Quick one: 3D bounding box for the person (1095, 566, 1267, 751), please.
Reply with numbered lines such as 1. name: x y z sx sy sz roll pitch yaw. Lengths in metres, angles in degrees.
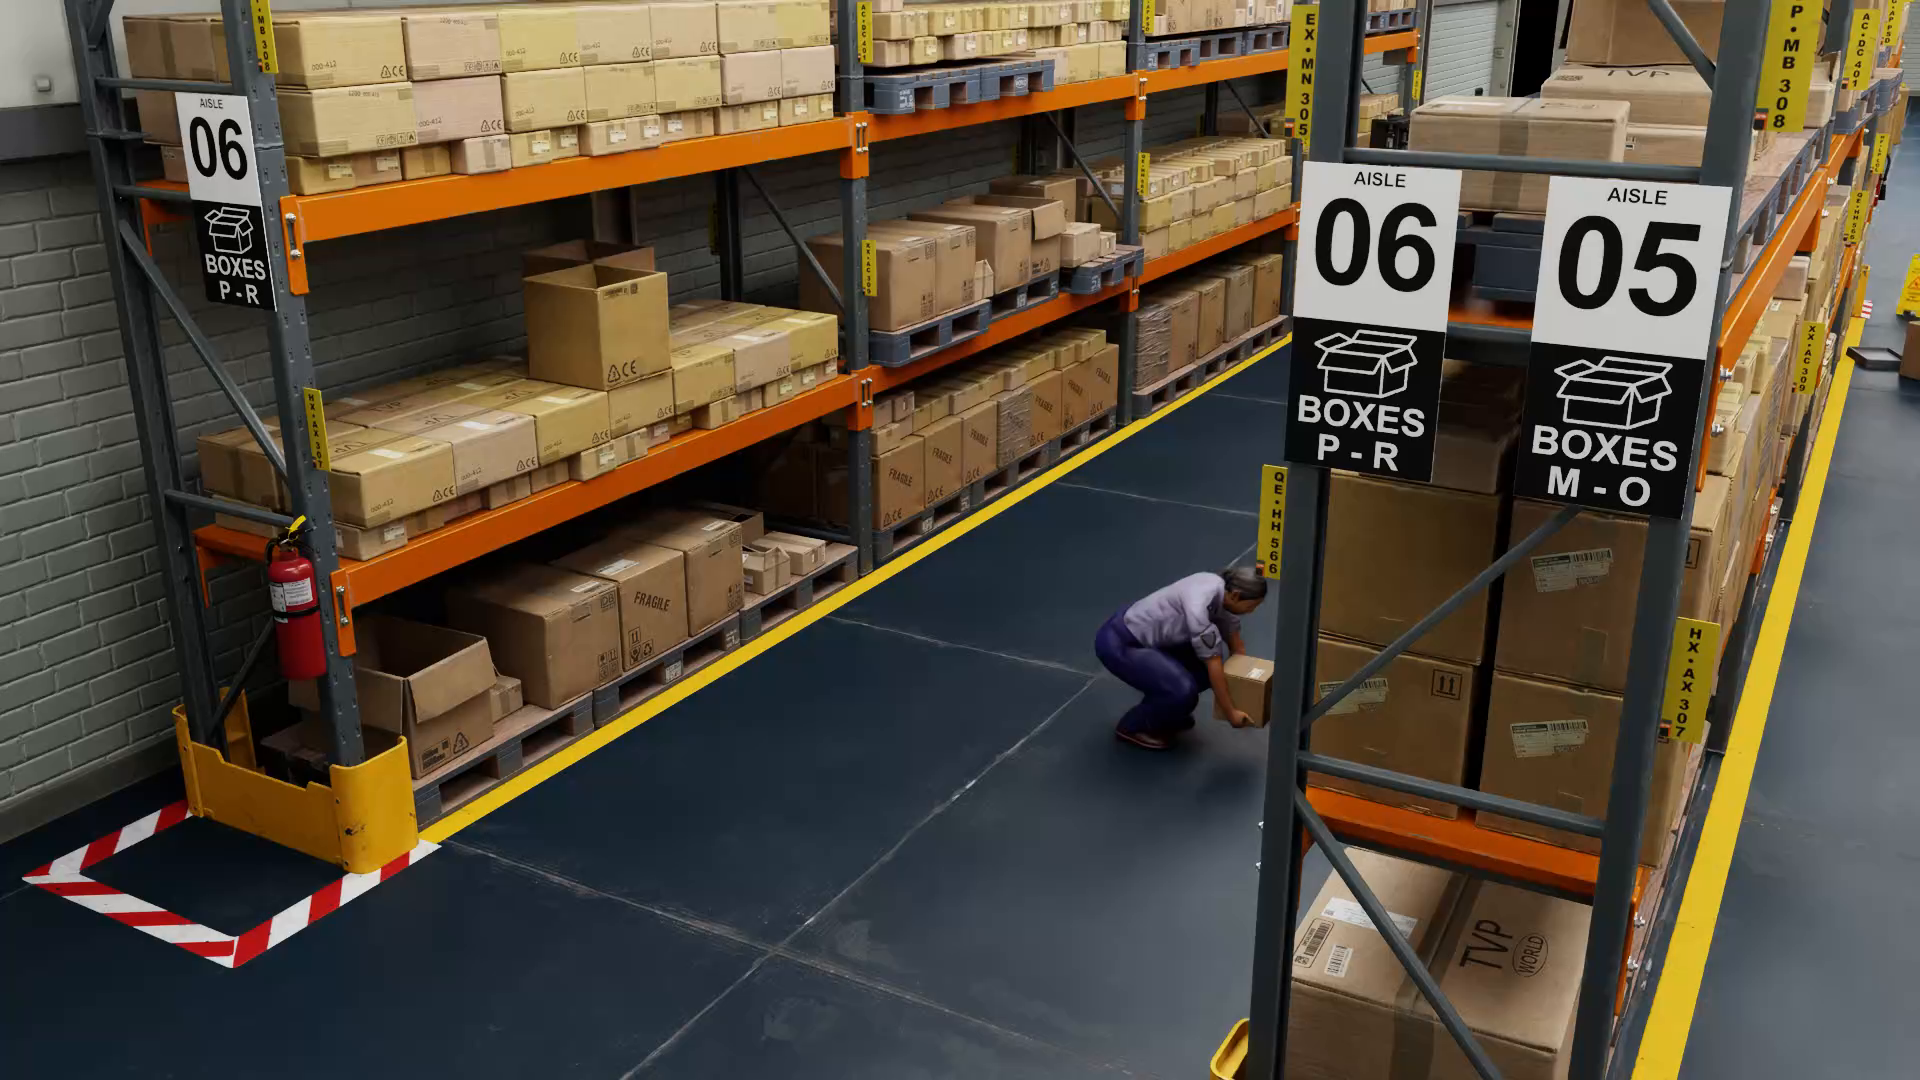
1. person: 1.096 0.545 8.132 0.850 0.942 0.507 10 22 26
